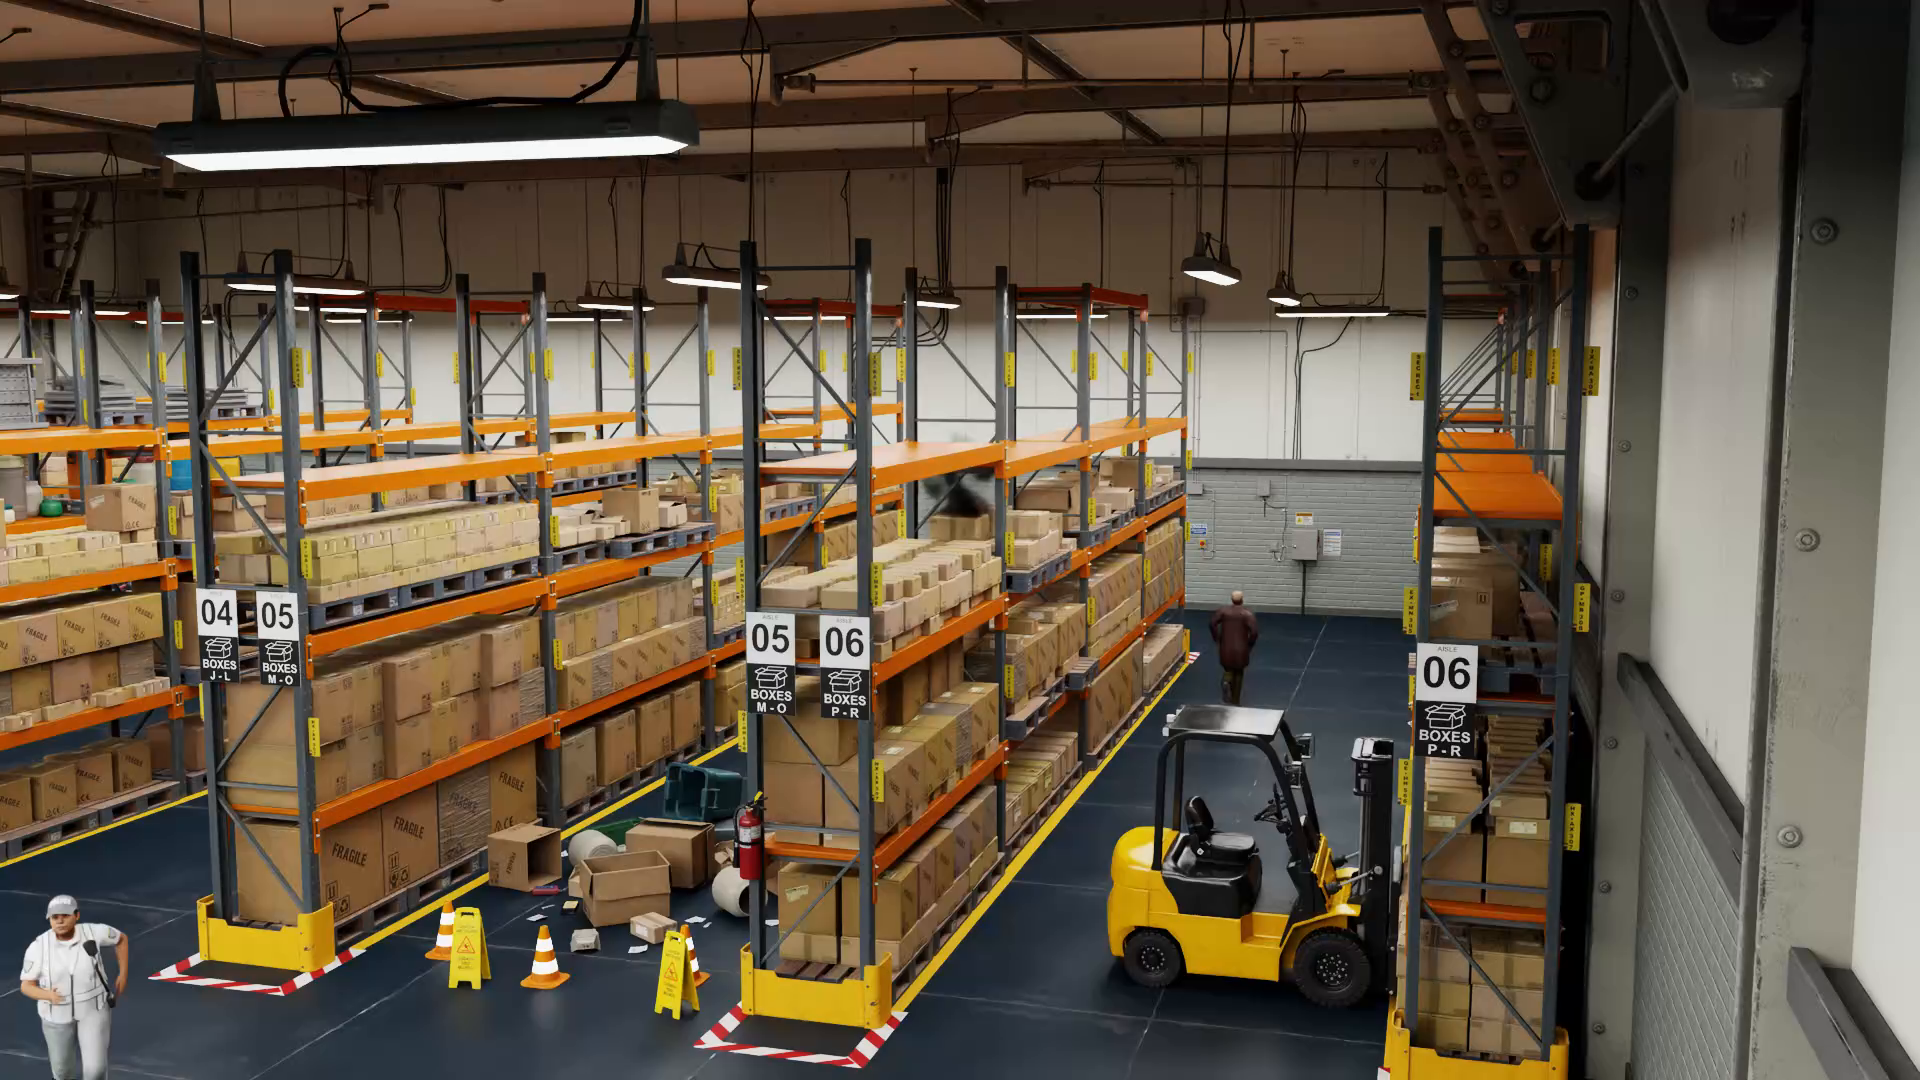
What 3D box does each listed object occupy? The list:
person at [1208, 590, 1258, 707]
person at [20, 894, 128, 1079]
[{"bbox_3d":[3.951,1.612,24.099,0.721,1.756,0.702,3,7,22],"label":"person"},{"bbox_3d":[-5.807,3.128,10.937,0.603,1.676,0.847,-3,7,-23],"label":"person"}]
